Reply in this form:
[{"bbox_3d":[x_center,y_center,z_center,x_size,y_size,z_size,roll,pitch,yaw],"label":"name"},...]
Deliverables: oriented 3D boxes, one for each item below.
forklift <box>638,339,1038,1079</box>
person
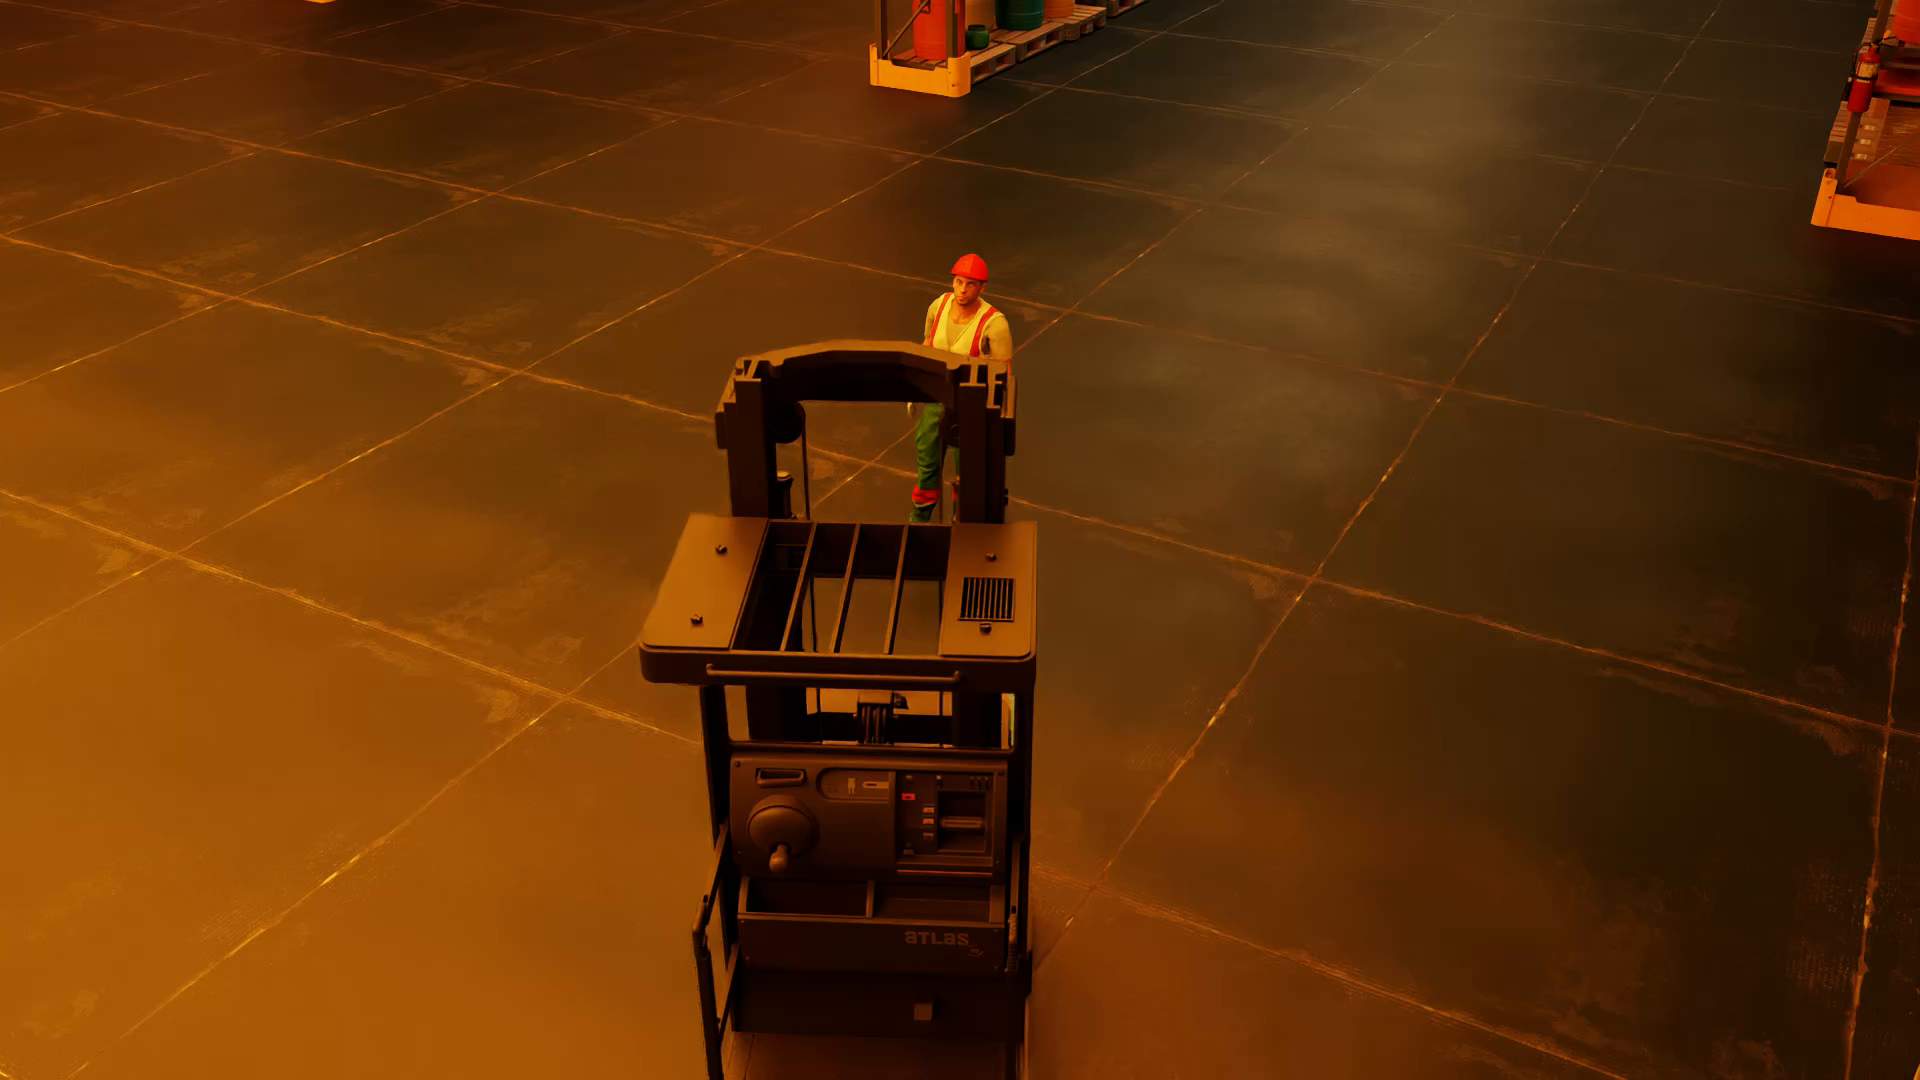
[{"bbox_3d":[-0.315,0.971,5.389,1.130,2.935,3.031,1,30,3],"label":"forklift"},{"bbox_3d":[-0.050,-0.747,9.498,0.637,1.782,0.564,15,33,25],"label":"person"}]
